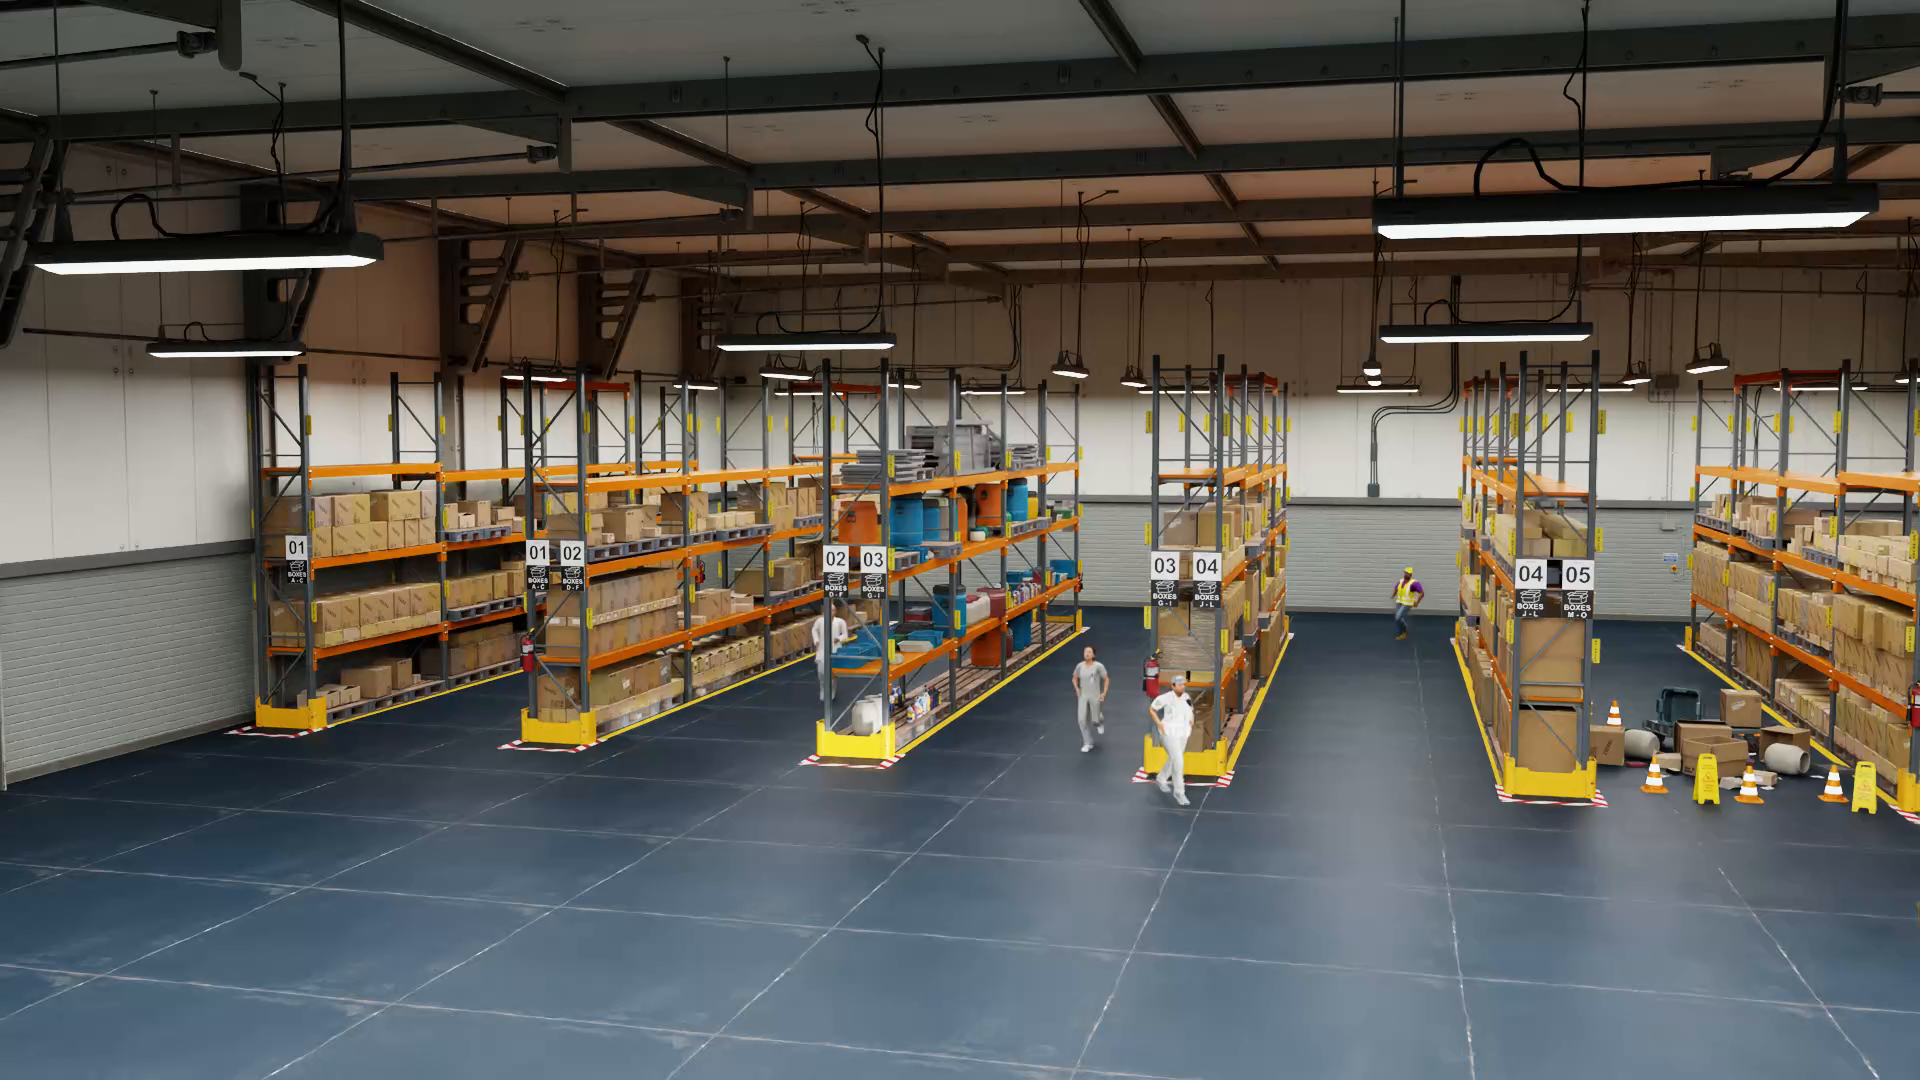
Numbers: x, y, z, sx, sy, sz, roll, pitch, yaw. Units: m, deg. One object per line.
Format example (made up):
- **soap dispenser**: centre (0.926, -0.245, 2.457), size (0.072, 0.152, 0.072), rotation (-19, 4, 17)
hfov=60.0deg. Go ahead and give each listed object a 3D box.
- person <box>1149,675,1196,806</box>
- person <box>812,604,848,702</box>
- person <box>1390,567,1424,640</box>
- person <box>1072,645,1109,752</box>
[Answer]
- **person**: centre (2.860, 2.644, 22.226), size (0.617, 1.709, 0.782), rotation (-3, 5, -34)
- **person**: centre (-2.381, 2.050, 30.122), size (0.664, 1.777, 0.741), rotation (0, 4, 3)
- **person**: centre (10.280, 1.483, 38.464), size (0.563, 1.716, 0.778), rotation (-2, 5, -31)
- **person**: centre (2.017, 2.430, 25.761), size (0.580, 1.616, 0.639), rotation (1, 4, 16)
